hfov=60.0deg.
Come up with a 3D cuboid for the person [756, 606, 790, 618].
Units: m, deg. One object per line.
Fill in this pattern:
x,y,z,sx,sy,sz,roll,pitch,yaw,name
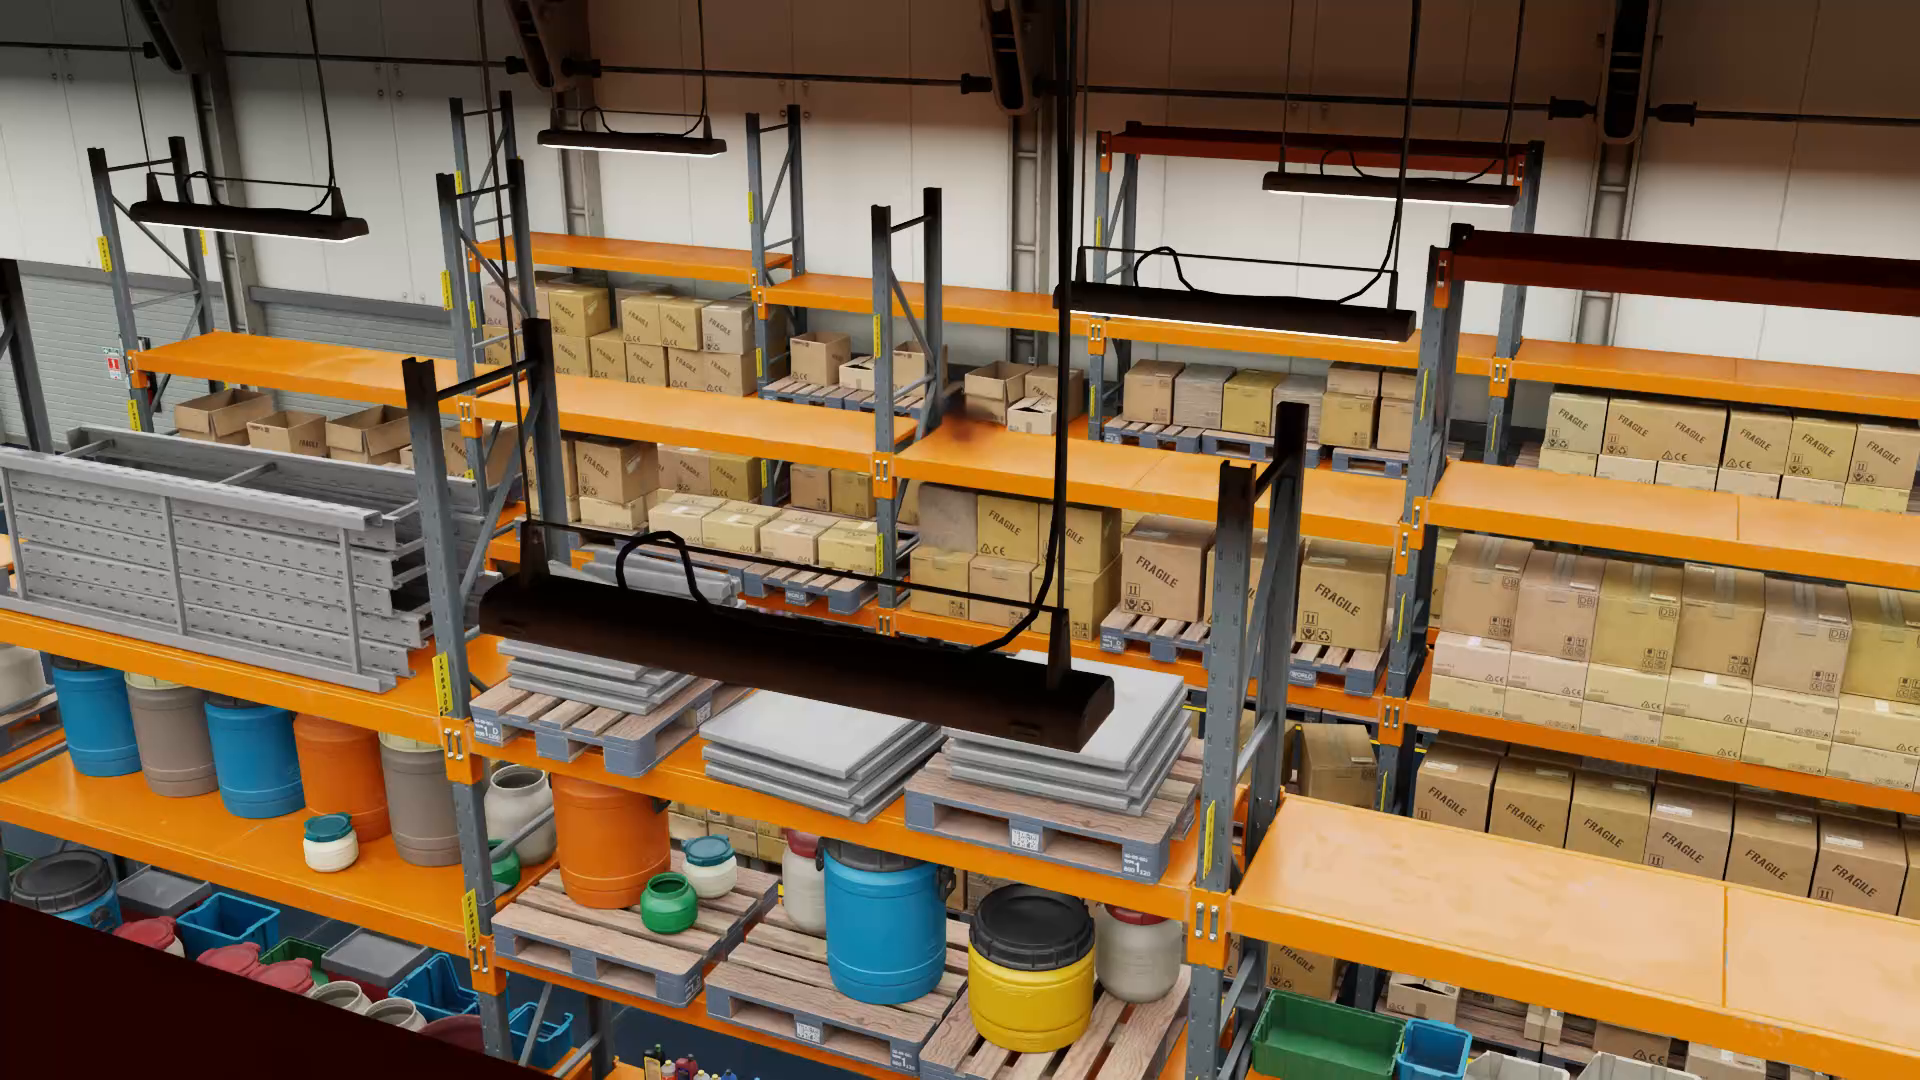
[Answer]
-1.922,1.223,17.232,0.434,1.570,0.376,9,23,24,person
